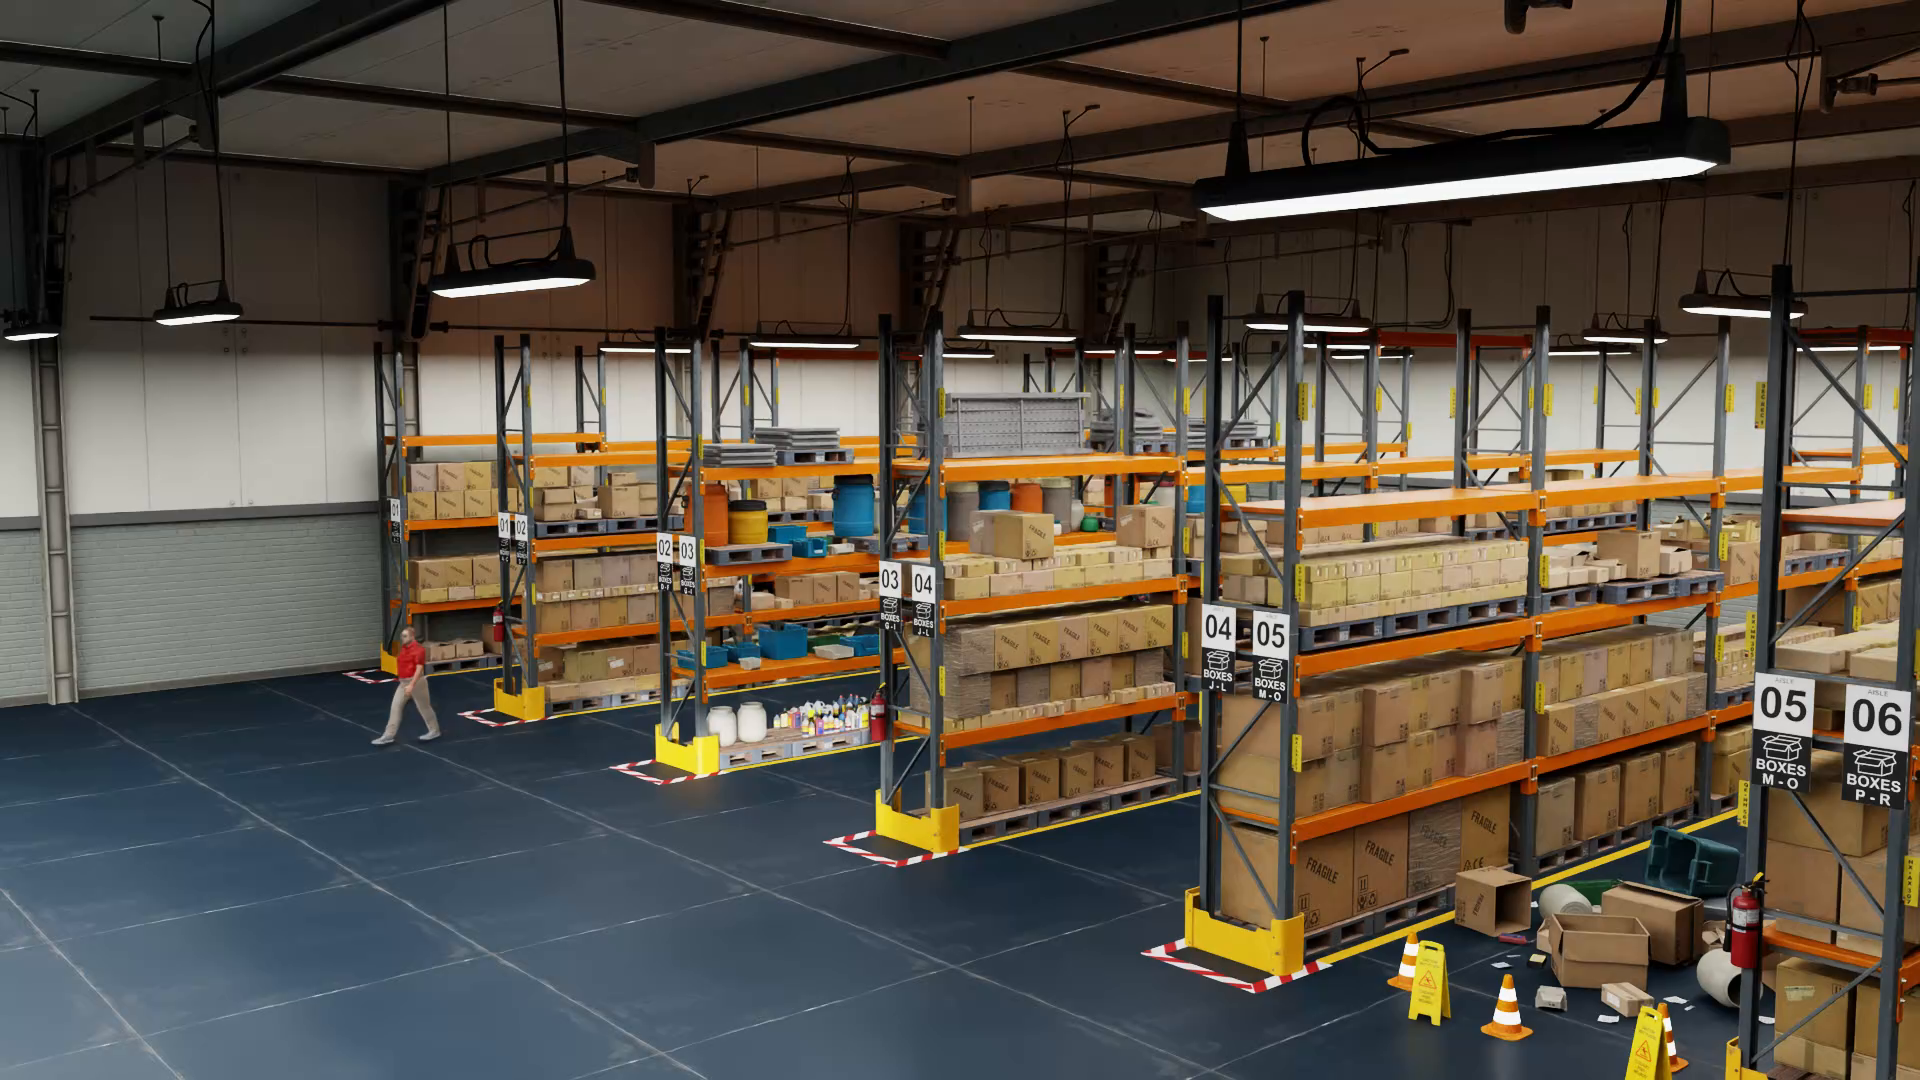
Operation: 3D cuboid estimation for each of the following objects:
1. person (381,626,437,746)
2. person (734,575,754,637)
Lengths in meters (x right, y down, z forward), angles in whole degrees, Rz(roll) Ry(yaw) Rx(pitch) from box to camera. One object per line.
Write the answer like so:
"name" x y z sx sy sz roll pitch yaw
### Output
"person" -8.028 2.101 24.256 0.621 1.703 0.822 0 5 1
"person" -4.322 1.348 33.120 0.463 1.762 0.445 2 5 17
